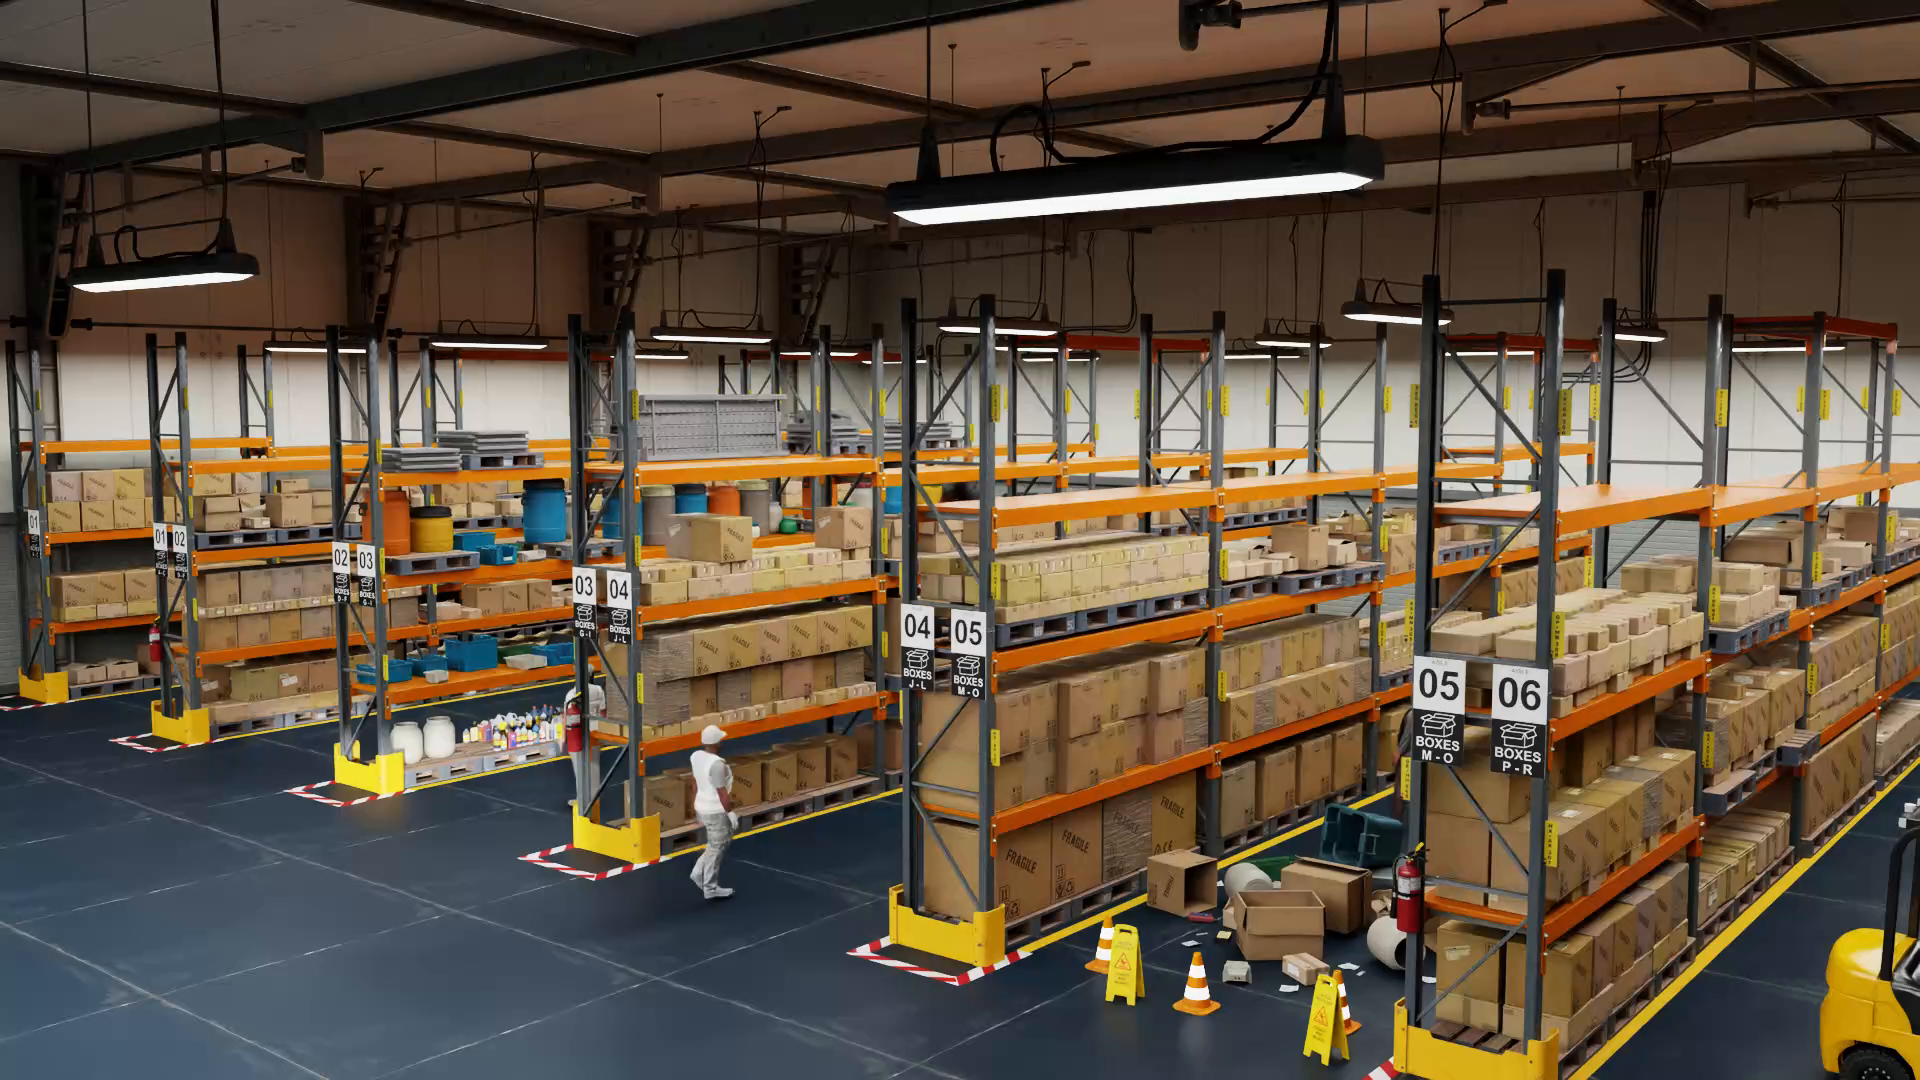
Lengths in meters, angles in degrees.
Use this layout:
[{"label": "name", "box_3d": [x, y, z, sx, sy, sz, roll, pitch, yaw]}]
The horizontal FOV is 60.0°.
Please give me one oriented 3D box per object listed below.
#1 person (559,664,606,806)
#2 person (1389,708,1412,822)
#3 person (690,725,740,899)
[{"label": "person", "box_3d": [-4.700, 2.443, 20.690, 0.418, 1.794, 0.655, 5, 7, 43]}, {"label": "person", "box_3d": [5.408, 2.551, 19.735, 0.603, 1.720, 0.483, -2, 5, -17]}, {"label": "person", "box_3d": [-2.487, 2.745, 16.846, 0.471, 1.781, 0.551, -2, 6, -22]}]
